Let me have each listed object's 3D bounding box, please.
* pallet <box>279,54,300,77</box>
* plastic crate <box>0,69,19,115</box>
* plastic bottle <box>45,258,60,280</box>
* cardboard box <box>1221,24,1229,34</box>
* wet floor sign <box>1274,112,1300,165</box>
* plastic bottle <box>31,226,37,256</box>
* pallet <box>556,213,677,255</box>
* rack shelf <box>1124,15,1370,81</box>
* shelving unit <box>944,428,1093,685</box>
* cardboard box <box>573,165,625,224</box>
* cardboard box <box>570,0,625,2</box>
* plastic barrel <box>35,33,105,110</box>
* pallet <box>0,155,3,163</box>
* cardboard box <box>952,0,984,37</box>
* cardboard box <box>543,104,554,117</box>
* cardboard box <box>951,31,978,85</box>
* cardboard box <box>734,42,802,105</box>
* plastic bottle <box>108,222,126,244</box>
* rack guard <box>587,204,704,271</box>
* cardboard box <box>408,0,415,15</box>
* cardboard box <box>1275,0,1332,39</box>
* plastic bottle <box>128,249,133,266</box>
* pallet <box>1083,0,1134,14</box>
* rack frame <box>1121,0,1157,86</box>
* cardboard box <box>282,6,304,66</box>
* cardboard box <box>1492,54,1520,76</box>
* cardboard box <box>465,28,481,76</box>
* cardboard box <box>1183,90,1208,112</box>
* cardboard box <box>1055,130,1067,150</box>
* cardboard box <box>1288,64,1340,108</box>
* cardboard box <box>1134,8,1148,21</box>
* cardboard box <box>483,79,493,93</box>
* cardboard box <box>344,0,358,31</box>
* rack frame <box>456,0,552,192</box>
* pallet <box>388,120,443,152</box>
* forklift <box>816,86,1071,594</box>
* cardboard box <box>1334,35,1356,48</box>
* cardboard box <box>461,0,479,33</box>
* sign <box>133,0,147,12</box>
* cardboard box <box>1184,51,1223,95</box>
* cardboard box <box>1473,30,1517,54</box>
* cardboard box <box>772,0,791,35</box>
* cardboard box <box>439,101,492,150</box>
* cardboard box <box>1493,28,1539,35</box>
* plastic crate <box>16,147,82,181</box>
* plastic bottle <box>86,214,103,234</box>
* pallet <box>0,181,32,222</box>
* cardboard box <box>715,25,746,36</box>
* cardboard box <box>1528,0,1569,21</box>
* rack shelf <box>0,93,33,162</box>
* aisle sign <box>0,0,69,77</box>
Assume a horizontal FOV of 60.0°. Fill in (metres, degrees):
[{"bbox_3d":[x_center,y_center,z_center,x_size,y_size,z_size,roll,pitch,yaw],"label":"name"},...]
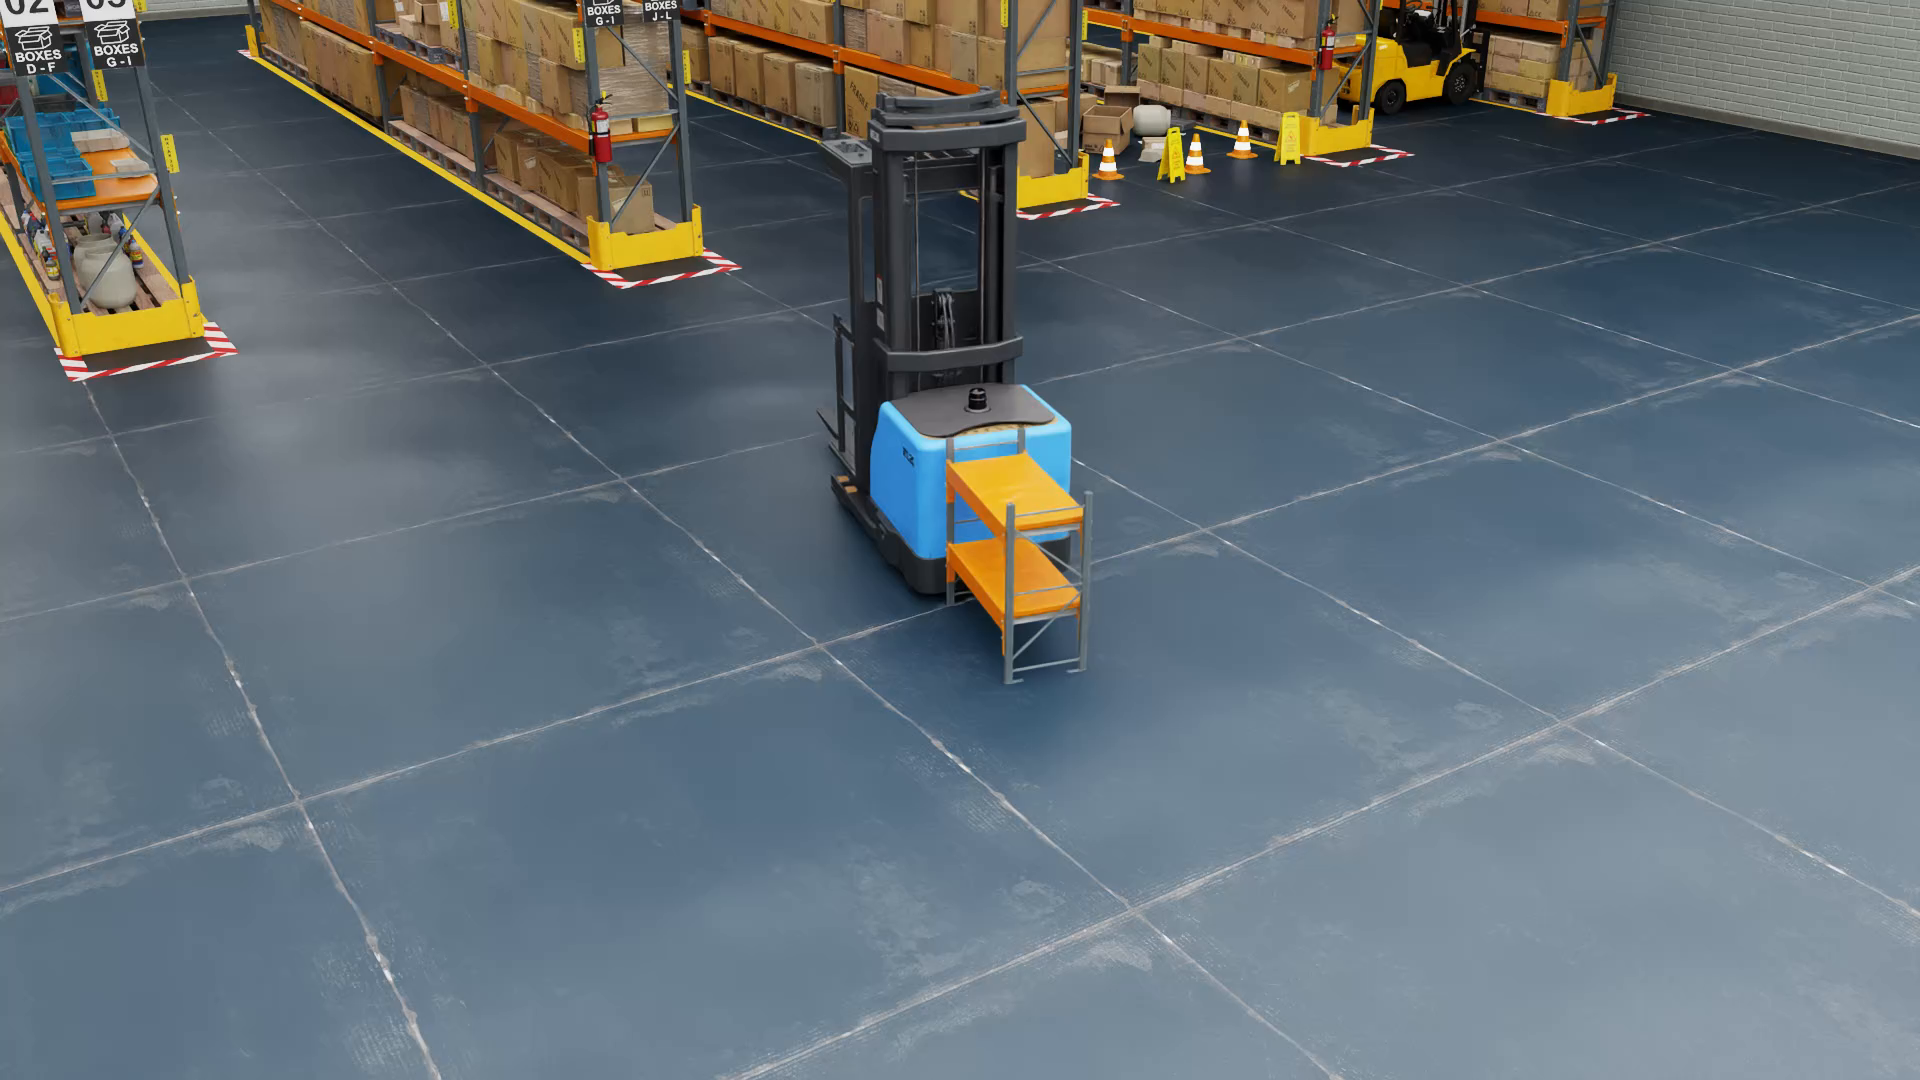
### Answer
[{"bbox_3d":[-10.818,-8.048,28.050,1.003,0.211,1.213,-16,29,-30],"label":"pallet"},{"bbox_3d":[-10.101,-4.697,17.611,0.402,0.464,0.583,-16,29,-30],"label":"plastic crate"},{"bbox_3d":[-8.767,-2.623,16.056,0.097,0.201,0.097,0,25,0],"label":"plastic bottle"},{"bbox_3d":[3.855,-7.121,23.114,0.380,0.149,0.250,-16,29,-30],"label":"cardboard box"},{"bbox_3d":[4.263,-5.217,21.545,0.267,0.644,0.232,-6,26,-12],"label":"wet floor sign"},{"bbox_3d":[-9.329,-3.015,16.789,0.061,0.283,0.133,-14,29,-27],"label":"plastic bottle"},{"bbox_3d":[-3.702,-3.354,18.109,1.003,0.211,1.213,-16,29,-30],"label":"pallet"},{"bbox_3d":[3.964,-6.989,23.384,1.077,0.370,4.000,-16,29,-30],"label":"rack shelf"},{"bbox_3d":[0.324,0.075,9.774,0.538,1.125,1.048,-8,27,-17],"label":"shelving unit"},{"bbox_3d":[-3.929,-3.782,18.184,0.500,0.500,0.500,-8,26,-16],"label":"cardboard box"},{"bbox_3d":[-3.860,-5.541,17.836,0.500,0.500,0.500,-16,29,-30],"label":"cardboard box"},{"bbox_3d":[-9.538,-5.001,17.744,0.600,0.901,0.708,-16,29,-30],"label":"plastic barrel"},{"bbox_3d":[-12.229,-5.008,21.611,1.003,0.211,1.213,-16,29,-30],"label":"pallet"},{"bbox_3d":[0.416,-6.282,19.604,0.875,0.550,0.550,-16,29,-30],"label":"cardboard box"},{"bbox_3d":[-4.272,-4.673,17.929,0.380,0.149,0.250,-16,29,-30],"label":"cardboard box"},{"bbox_3d":[0.405,-5.791,19.827,0.875,0.550,0.550,-16,29,-30],"label":"cardboard box"},{"bbox_3d":[-2.666,-6.893,24.480,1.050,0.750,0.750,-15,29,-29],"label":"cardboard box"},{"bbox_3d":[-8.621,-3.127,17.035,0.152,0.276,0.135,-15,29,-29],"label":"plastic bottle"},{"bbox_3d":[-3.289,-3.186,17.414,1.175,0.500,0.348,-16,29,-30],"label":"rack guard"},{"bbox_3d":[-6.897,-7.026,22.010,0.700,0.500,0.500,-11,27,-22],"label":"cardboard box"},{"bbox_3d":[4.529,-6.909,21.905,0.500,0.500,0.500,-16,30,-30],"label":"cardboard box"},{"bbox_3d":[-8.182,-2.827,16.487,0.097,0.201,0.097,0,25,0],"label":"plastic bottle"},{"bbox_3d":[2.577,-8.250,25.437,1.003,0.211,1.213,-16,29,-30],"label":"pallet"},{"bbox_3d":[2.872,-8.030,24.746,1.000,3.000,0.127,-16,29,-30],"label":"rack frame"},{"bbox_3d":[-10.582,-8.387,27.500,0.875,0.875,0.875,-16,29,-30],"label":"cardboard box"},{"bbox_3d":[8.420,-7.213,25.158,0.500,0.250,0.500,-16,30,-30],"label":"cardboard box"},{"bbox_3d":[-5.237,-5.725,19.397,0.875,0.500,0.500,-16,29,-30],"label":"cardboard box"},{"bbox_3d":[3.561,-6.325,23.863,0.500,0.250,0.500,-16,30,-30],"label":"cardboard box"},{"bbox_3d":[1.262,-5.418,22.416,0.396,0.266,0.258,-10,27,-21],"label":"cardboard box"},{"bbox_3d":[4.834,-6.246,22.818,0.500,0.500,0.500,-17,30,-31],"label":"cardboard box"},{"bbox_3d":[2.776,-7.729,24.402,0.380,0.149,0.250,-16,29,-30],"label":"cardboard box"},{"bbox_3d":[-5.280,-5.284,19.224,0.380,0.149,0.250,-16,29,-30],"label":"cardboard box"},{"bbox_3d":[-8.359,-7.495,23.495,0.500,0.500,0.500,-16,30,-30],"label":"cardboard box"},{"bbox_3d":[-5.431,-5.720,19.853,1.000,3.000,0.127,-16,29,-30],"label":"rack frame"},{"bbox_3d":[-7.189,-5.610,22.887,1.003,0.211,1.213,-16,29,-30],"label":"pallet"},{"bbox_3d":[-0.276,-1.594,11.192,1.130,2.935,3.031,-9,27,-18],"label":"forklift"},{"bbox_3d":[5.044,-6.655,22.128,0.380,0.149,0.250,-15,29,-29],"label":"cardboard box"},{"bbox_3d":[-5.398,-6.132,19.089,0.500,0.500,0.500,-16,29,-30],"label":"cardboard box"},{"bbox_3d":[-6.934,-4.622,14.004,0.100,0.325,0.005,-16,29,-30],"label":"sign"},{"bbox_3d":[3.552,-6.667,23.709,0.500,0.500,0.500,-14,29,-27],"label":"cardboard box"},{"bbox_3d":[8.133,-7.607,25.408,0.500,0.250,0.500,-15,29,-29],"label":"cardboard box"},{"bbox_3d":[-2.280,-7.371,23.233,0.500,0.500,0.500,-15,29,-29],"label":"cardboard box"},{"bbox_3d":[-6.298,-5.388,21.563,0.700,0.500,0.500,-18,31,-34],"label":"cardboard box"},{"bbox_3d":[8.569,-7.731,25.671,0.500,0.250,0.500,-16,30,-30],"label":"cardboard box"},{"bbox_3d":[-8.271,-3.411,15.136,0.499,0.251,0.408,-16,29,-30],"label":"plastic crate"},{"bbox_3d":[-8.993,-3.258,17.313,0.152,0.276,0.135,-16,29,-30],"label":"plastic bottle"},{"bbox_3d":[-10.712,-4.014,19.505,1.003,0.211,1.213,-16,29,-30],"label":"pallet"},{"bbox_3d":[-3.577,-7.972,26.182,0.500,0.250,0.500,-17,30,-32],"label":"cardboard box"},{"bbox_3d":[8.724,-7.917,24.390,0.500,0.500,0.500,-16,30,-31],"label":"cardboard box"},{"bbox_3d":[-10.672,-4.956,19.077,1.077,0.370,4.000,-16,29,-30],"label":"rack shelf"},{"bbox_3d":[-7.607,-4.216,13.622,0.394,0.787,0.004,-16,29,-30],"label":"aisle sign"}]
